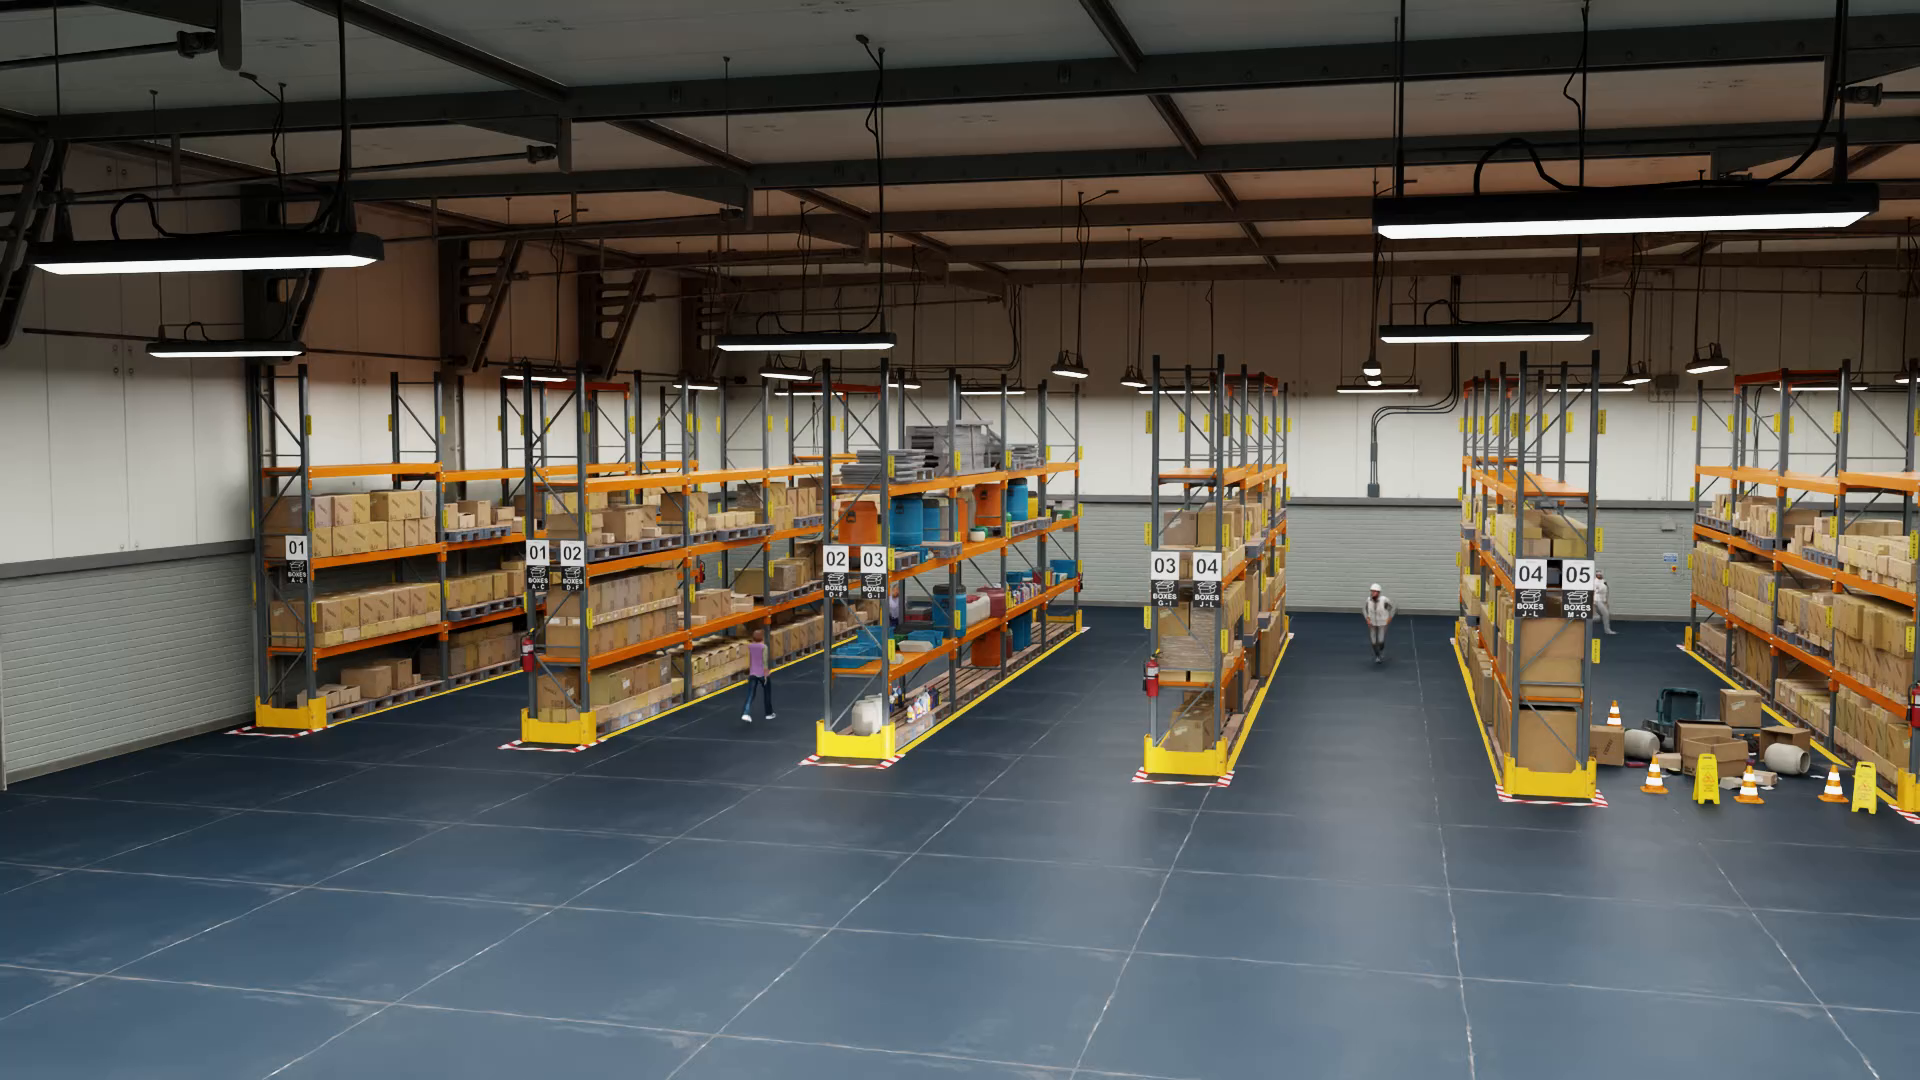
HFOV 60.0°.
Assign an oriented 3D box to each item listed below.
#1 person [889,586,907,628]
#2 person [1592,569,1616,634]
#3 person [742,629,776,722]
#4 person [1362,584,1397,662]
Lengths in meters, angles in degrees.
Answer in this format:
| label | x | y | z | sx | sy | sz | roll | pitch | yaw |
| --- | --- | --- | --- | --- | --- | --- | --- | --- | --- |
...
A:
| label | x | y | z | sx | sy | sz | roll | pitch | yaw |
| --- | --- | --- | --- | --- | --- | --- | --- | --- | --- |
| person | -1.365 | 1.752 | 35.371 | 0.507 | 1.543 | 1.055 | 0 | 4 | 3 |
| person | 15.388 | 1.459 | 40.005 | 0.436 | 1.549 | 0.941 | -3 | 5 | -32 |
| person | -3.395 | 2.278 | 28.003 | 0.401 | 1.548 | 0.934 | 1 | 4 | 16 |
| person | 8.837 | 1.748 | 35.010 | 0.707 | 1.683 | 0.708 | 2 | 4 | 25 |
